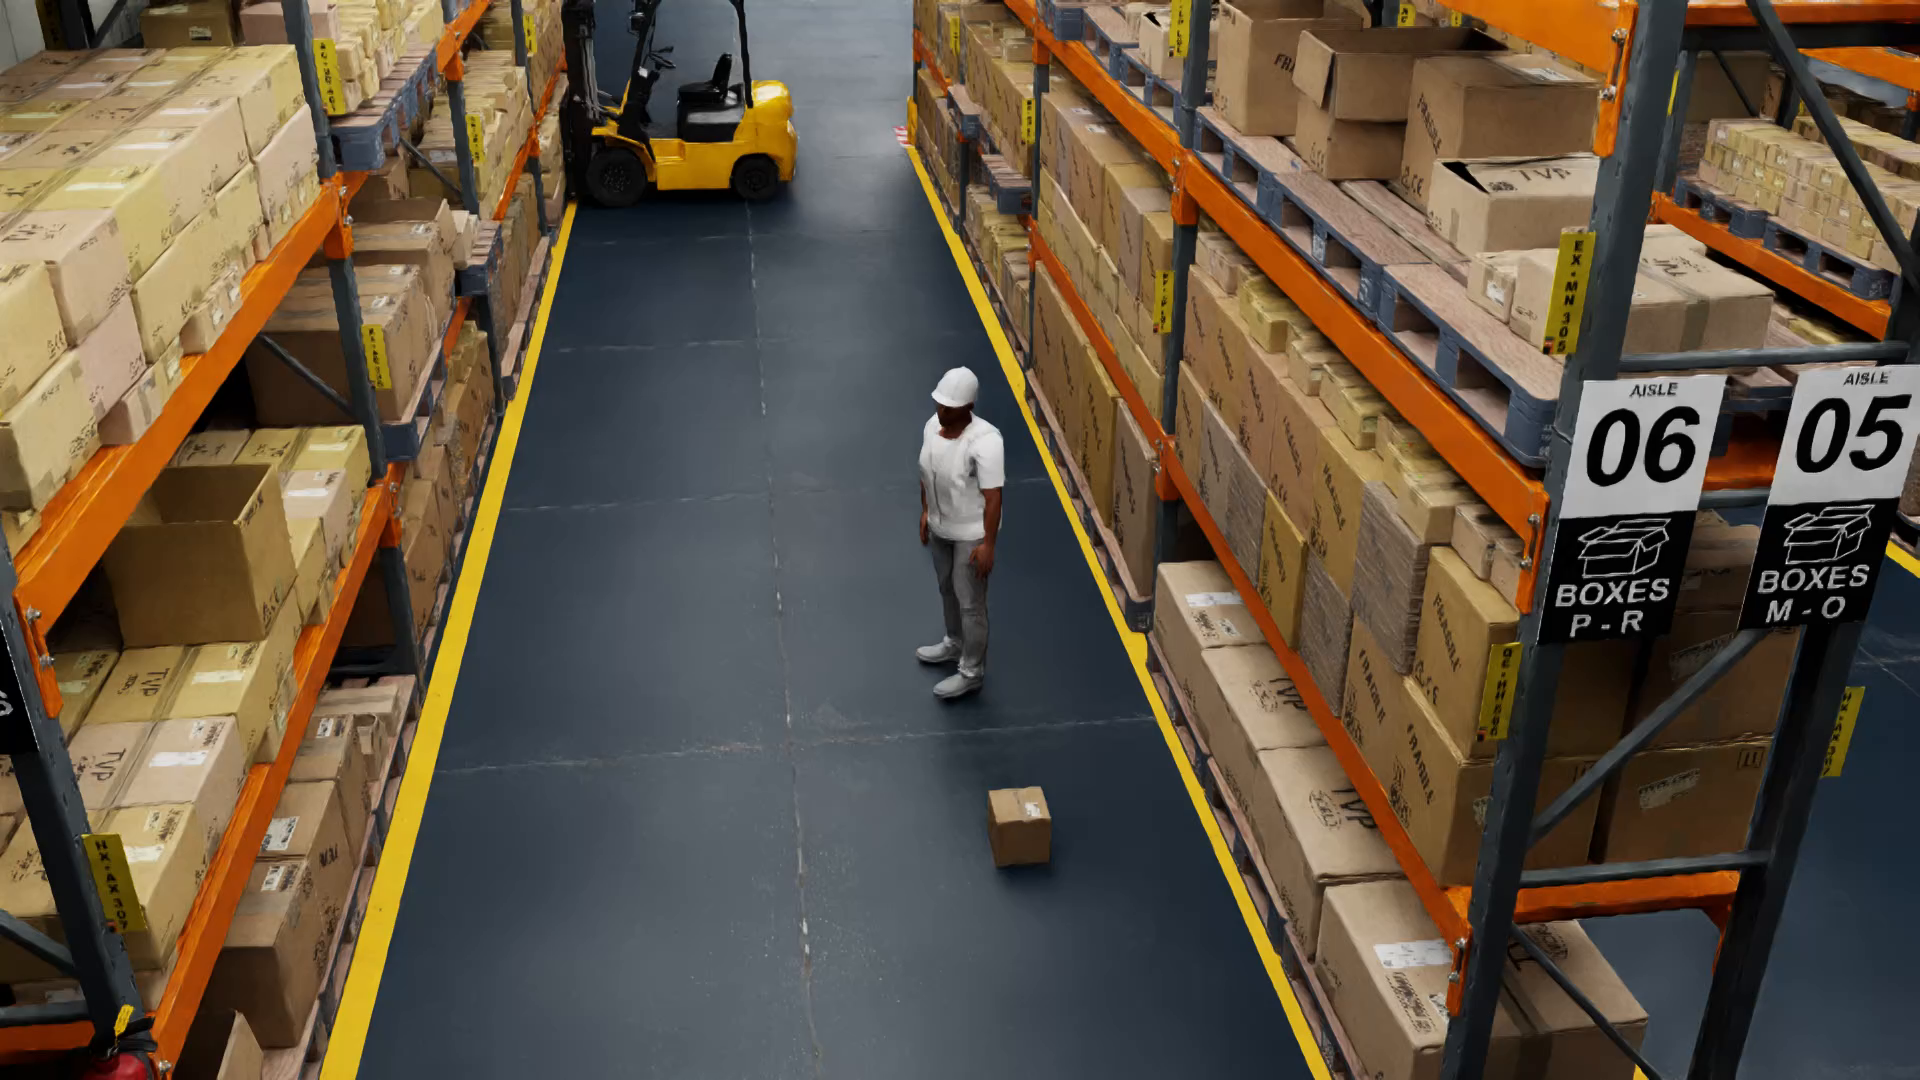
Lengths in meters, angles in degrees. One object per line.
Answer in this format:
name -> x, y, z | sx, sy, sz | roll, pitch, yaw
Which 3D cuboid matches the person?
person -> -0.041, -0.041, 8.614 | 0.462, 1.762, 0.648 | -19, 33, -33
